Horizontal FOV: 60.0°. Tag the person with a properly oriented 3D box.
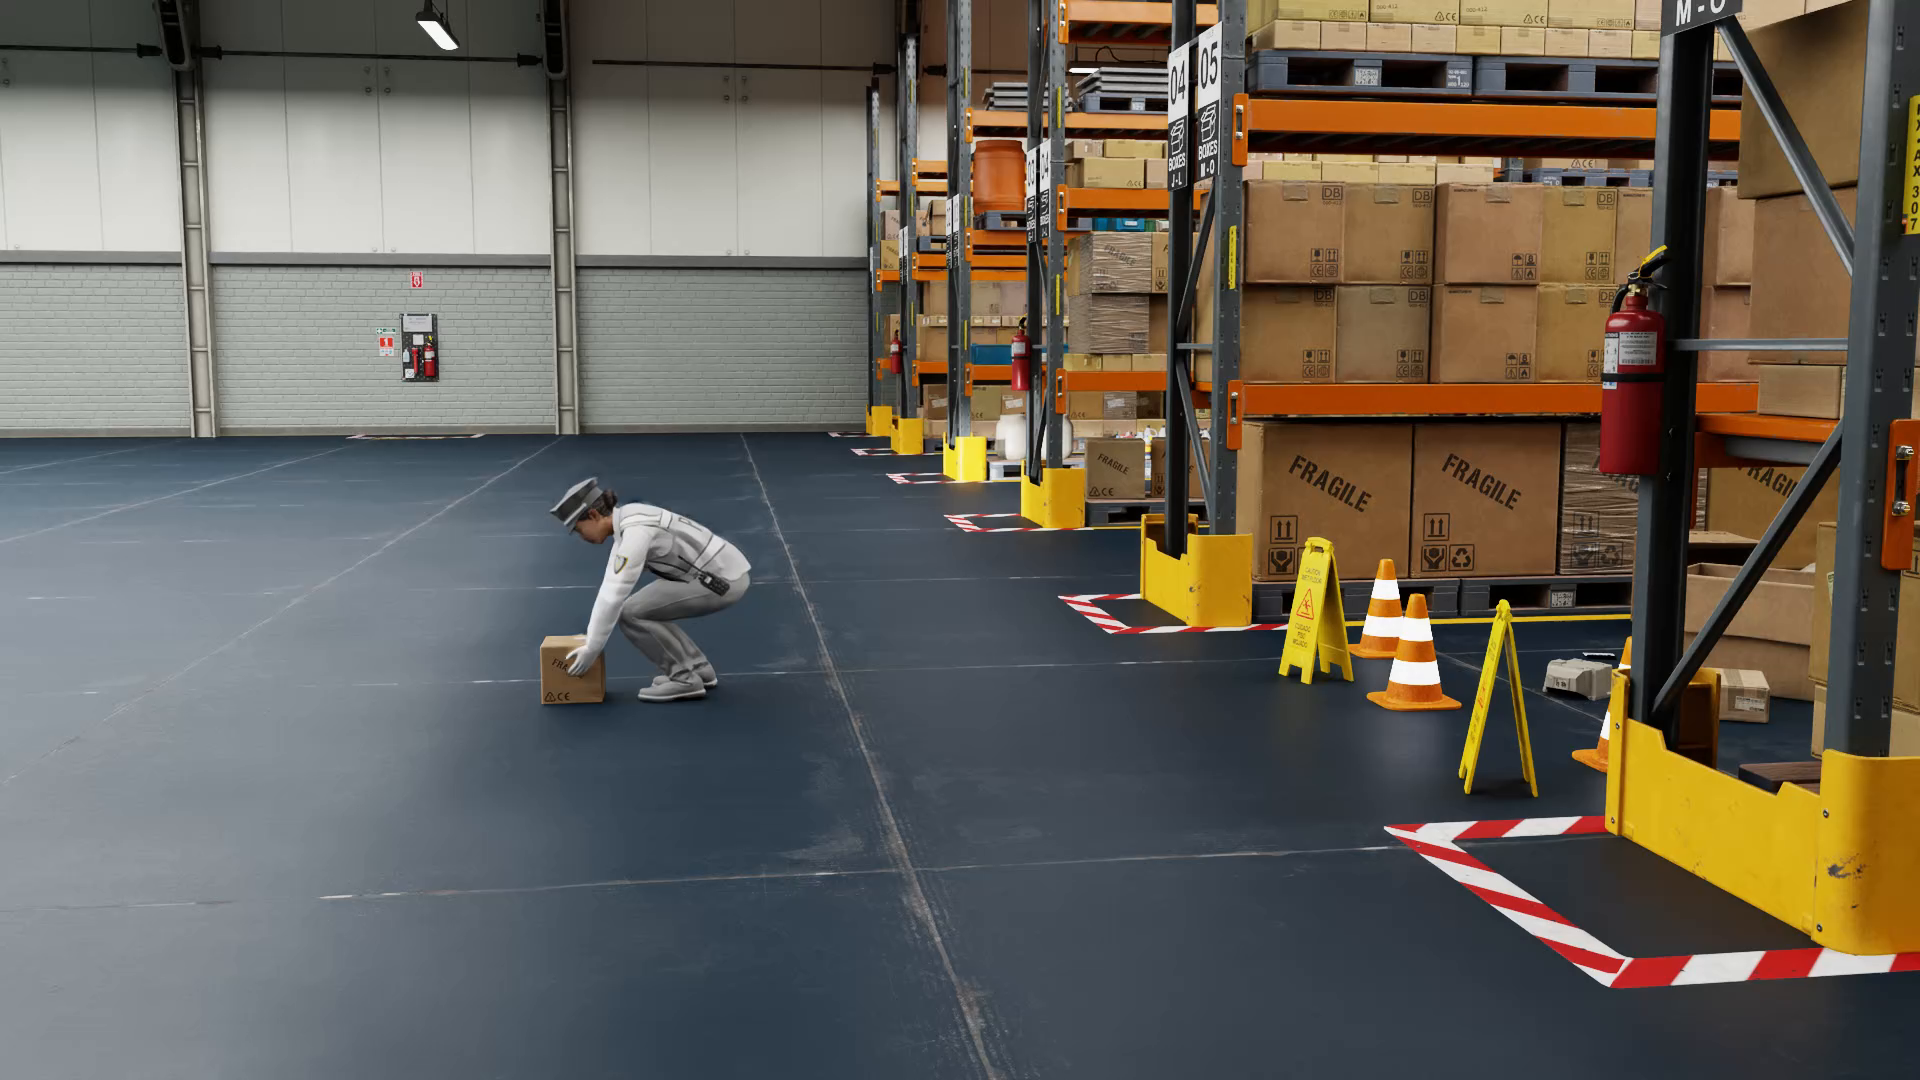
[{"bbox_3d":[-1.323,0.203,7.155,0.847,0.964,0.495,-1,7,-9],"label":"person"}]
